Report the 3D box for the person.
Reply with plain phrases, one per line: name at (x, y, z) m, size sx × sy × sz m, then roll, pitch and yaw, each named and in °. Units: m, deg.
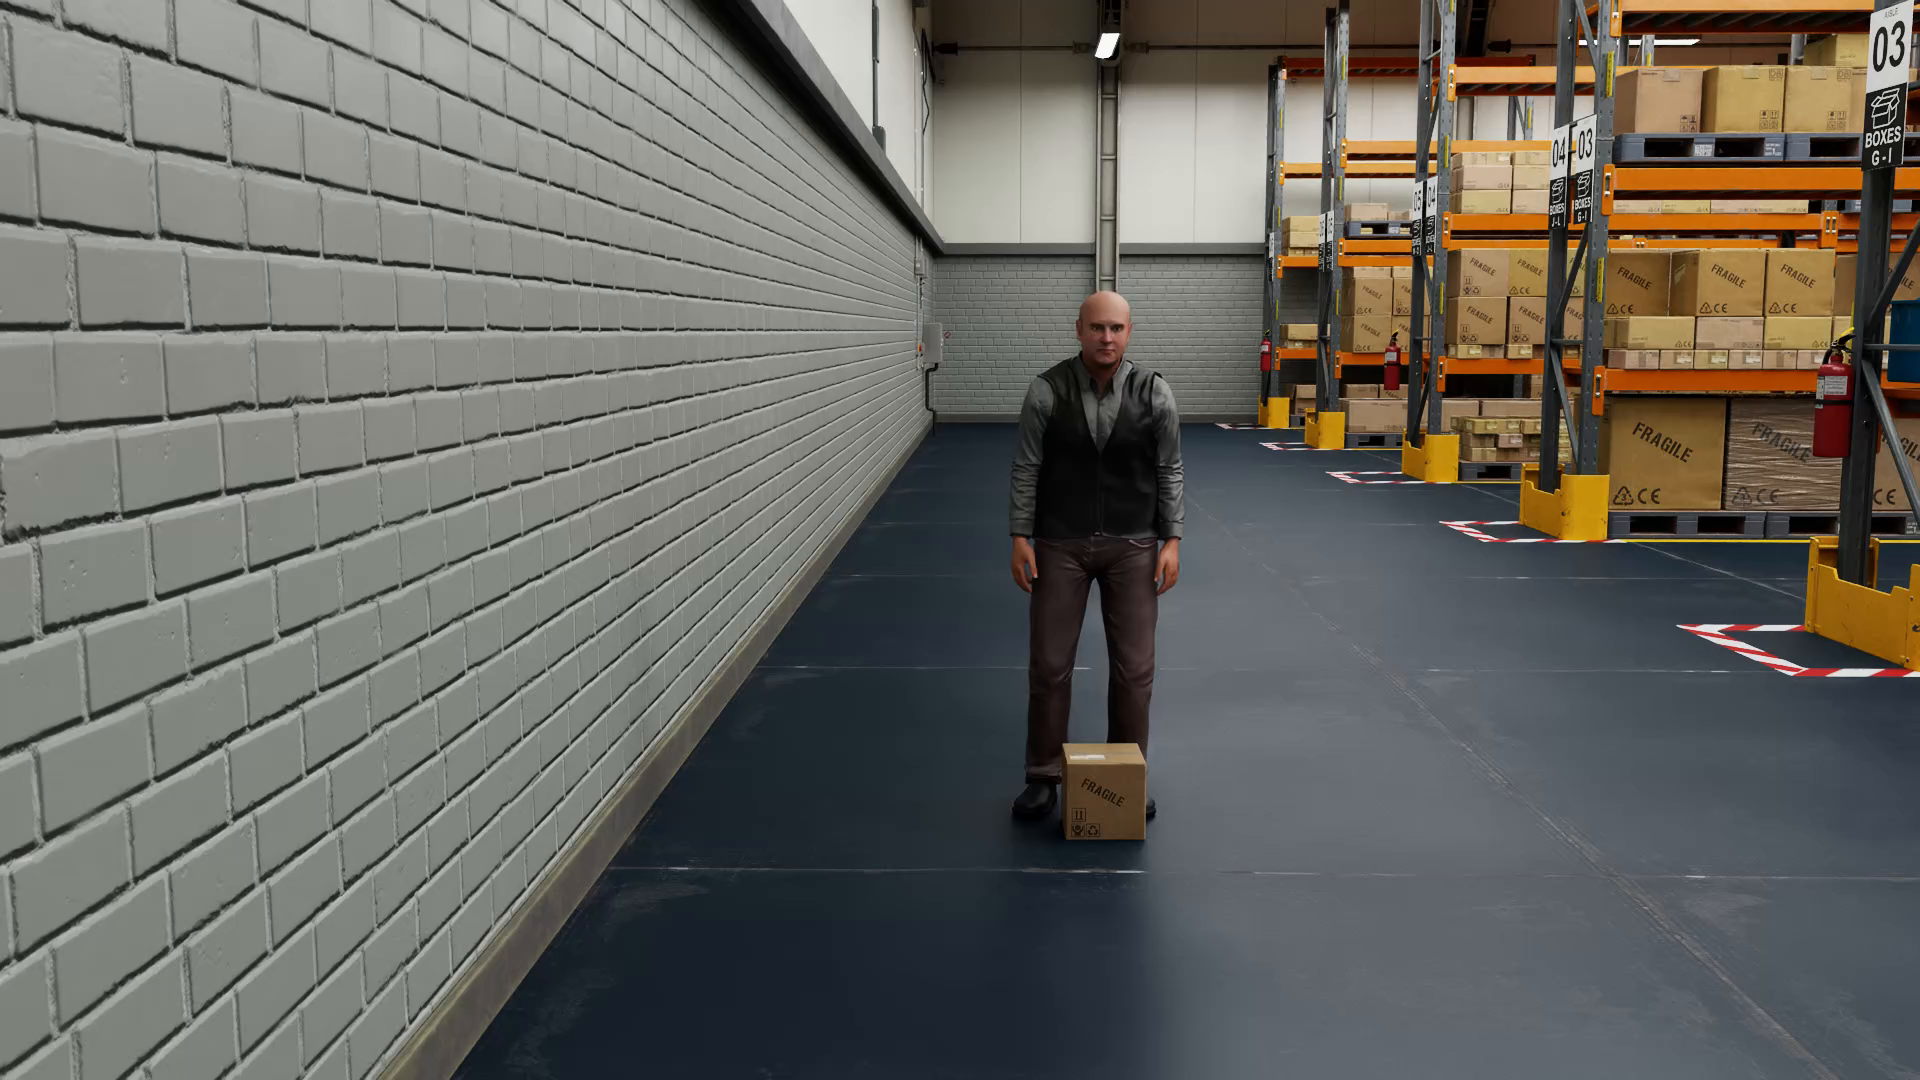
person at (0.452, 0.042, 5.531) m, size 0.580 × 1.720 × 0.421 m, roll 0°, pitch 7°, yaw 2°
